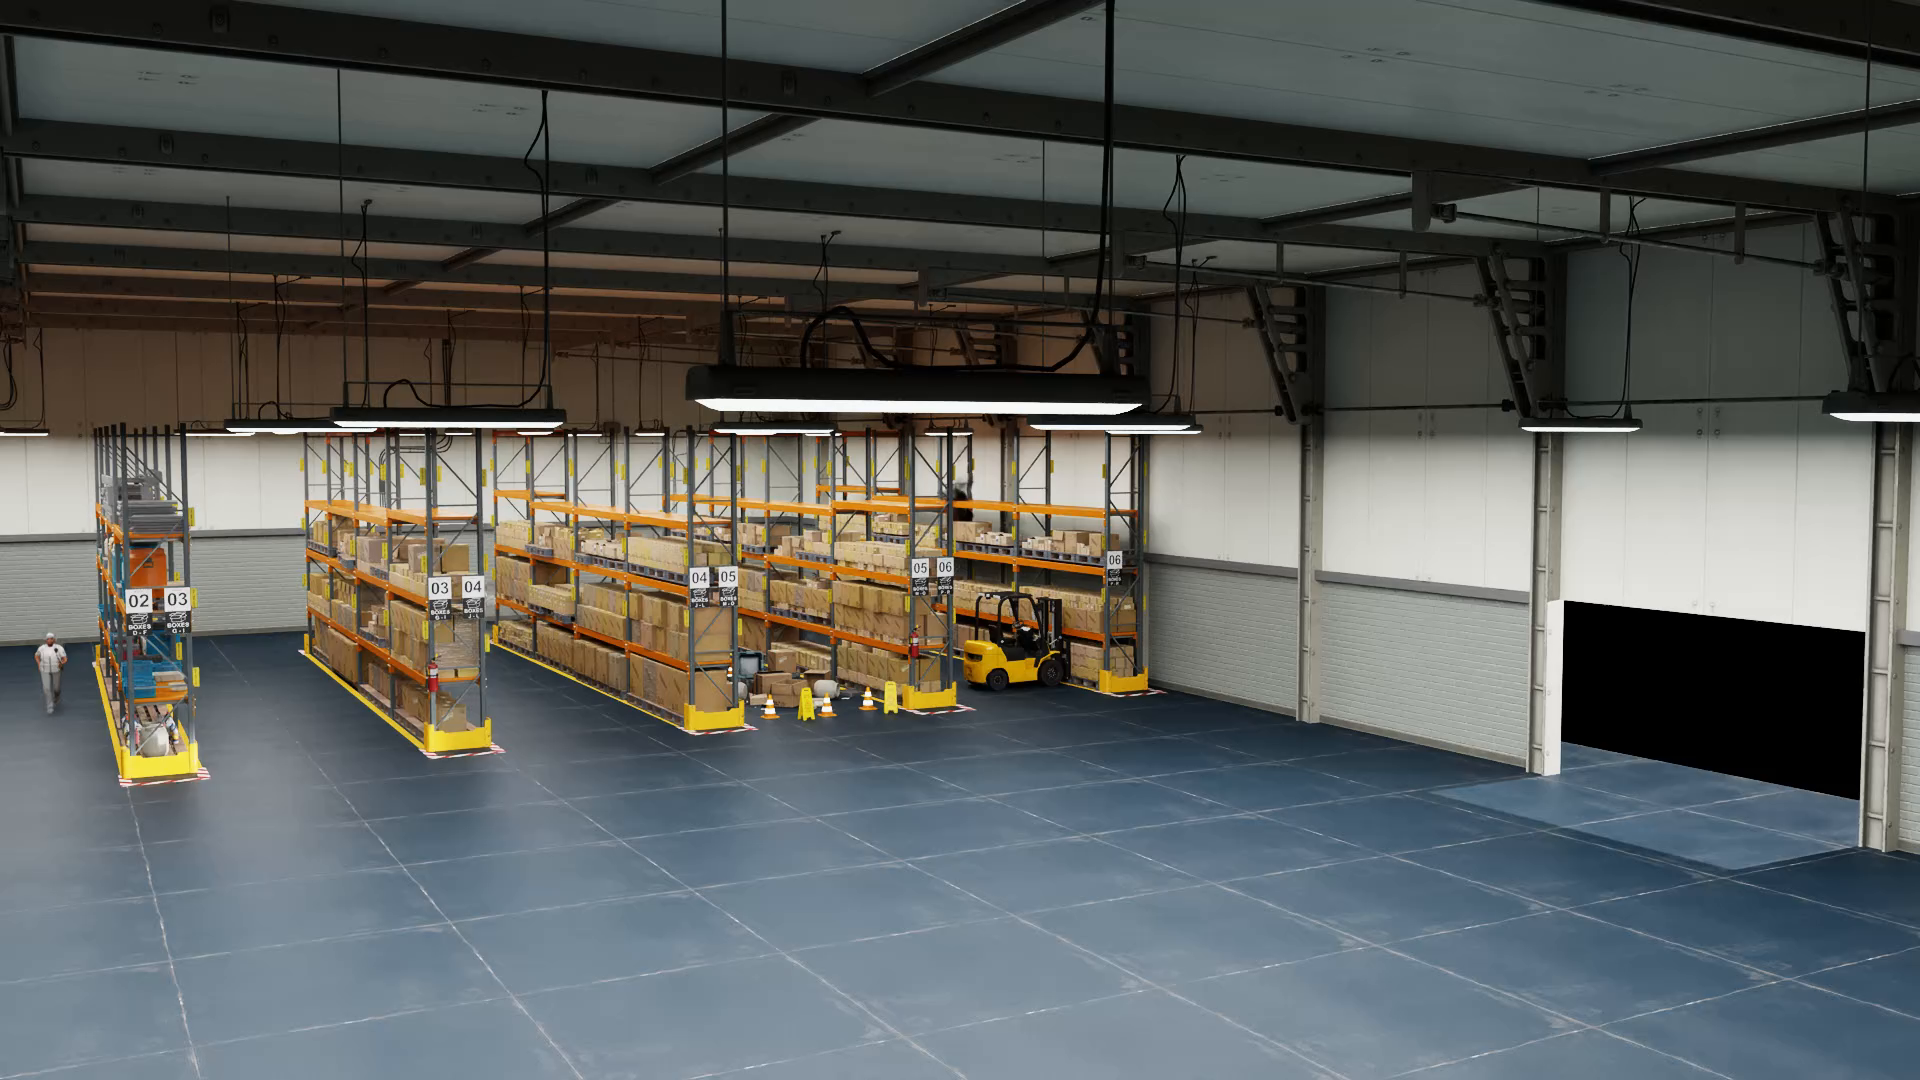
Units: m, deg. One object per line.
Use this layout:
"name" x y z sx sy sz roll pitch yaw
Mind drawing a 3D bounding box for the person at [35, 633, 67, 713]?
"person" -19.186 2.790 35.104 0.607 1.665 0.830 -2 4 -26
